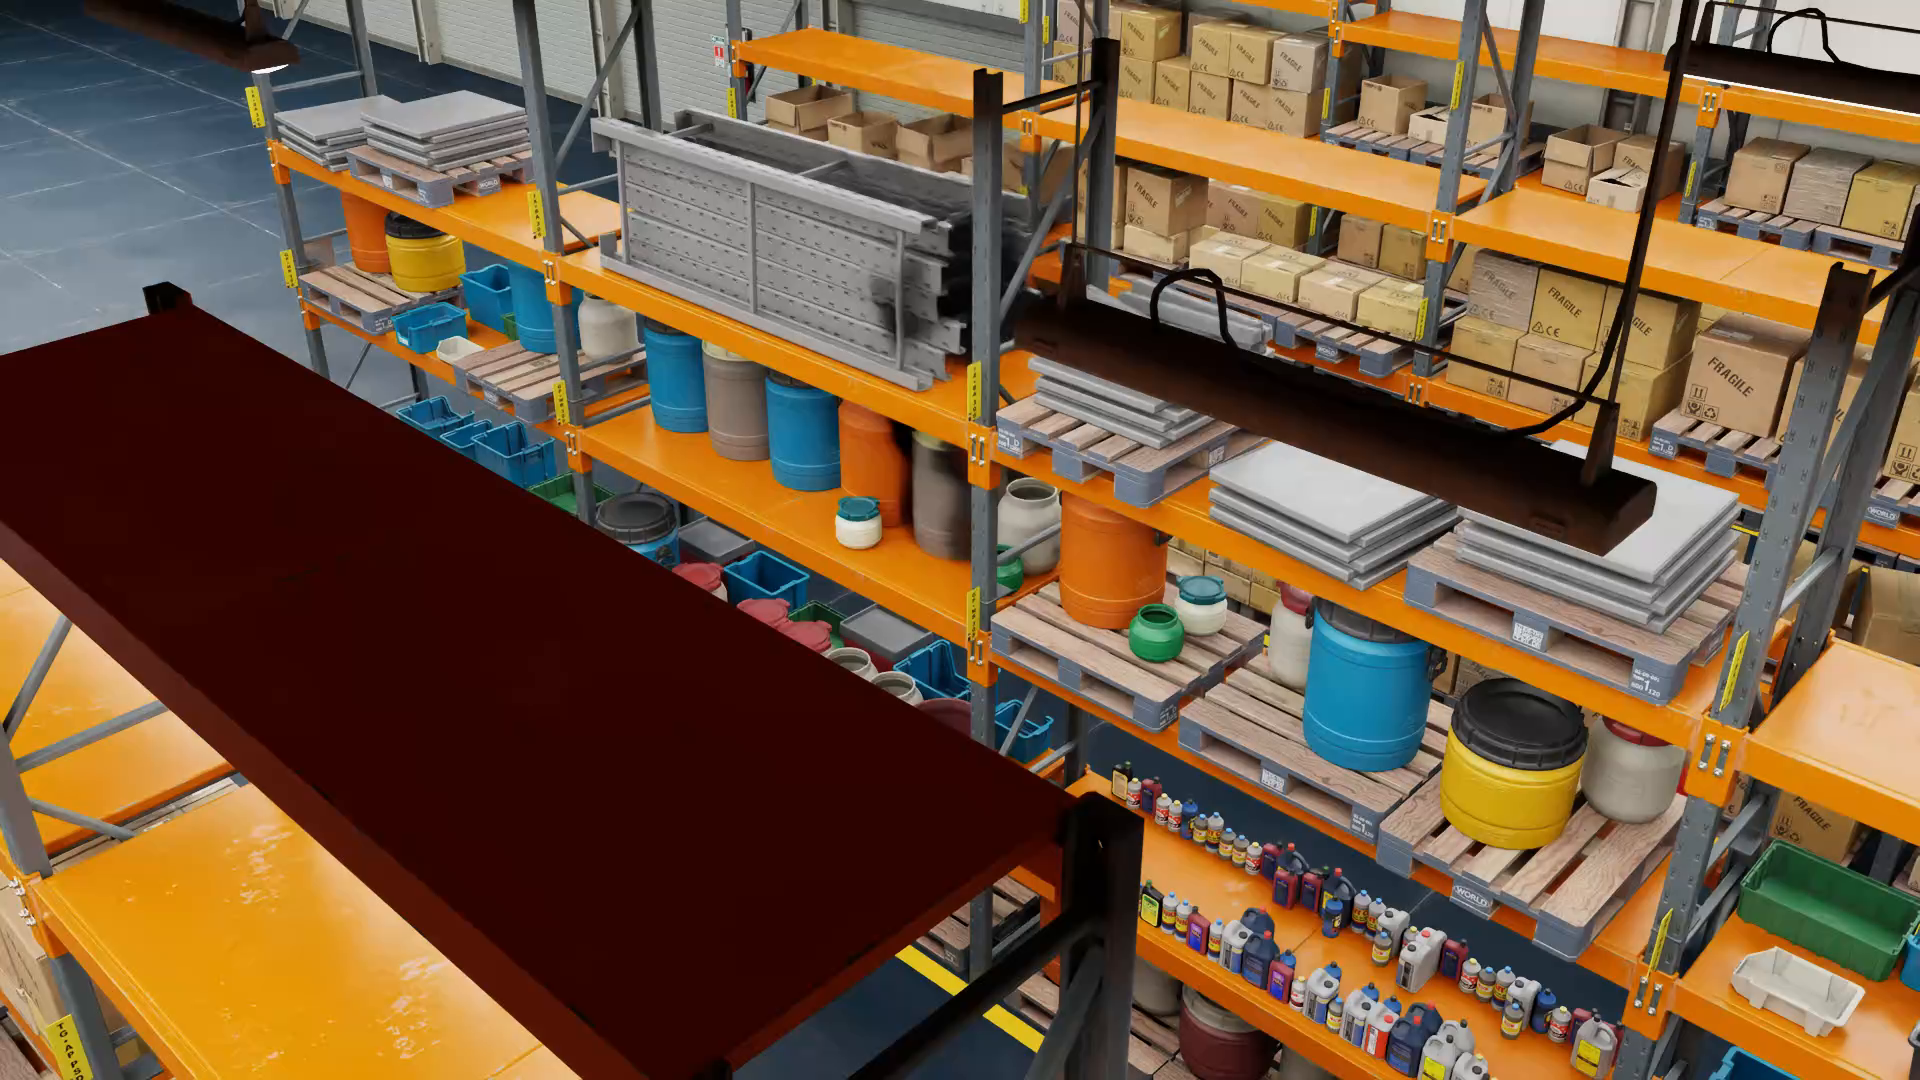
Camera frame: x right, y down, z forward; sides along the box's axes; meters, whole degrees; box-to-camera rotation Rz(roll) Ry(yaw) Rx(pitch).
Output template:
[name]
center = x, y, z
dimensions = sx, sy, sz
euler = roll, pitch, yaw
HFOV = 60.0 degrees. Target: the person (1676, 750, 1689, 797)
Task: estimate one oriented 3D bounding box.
[person]
center = 4.550, 2.050, 10.887
dimensions = 0.598, 1.698, 0.682
euler = 19, 35, 30
